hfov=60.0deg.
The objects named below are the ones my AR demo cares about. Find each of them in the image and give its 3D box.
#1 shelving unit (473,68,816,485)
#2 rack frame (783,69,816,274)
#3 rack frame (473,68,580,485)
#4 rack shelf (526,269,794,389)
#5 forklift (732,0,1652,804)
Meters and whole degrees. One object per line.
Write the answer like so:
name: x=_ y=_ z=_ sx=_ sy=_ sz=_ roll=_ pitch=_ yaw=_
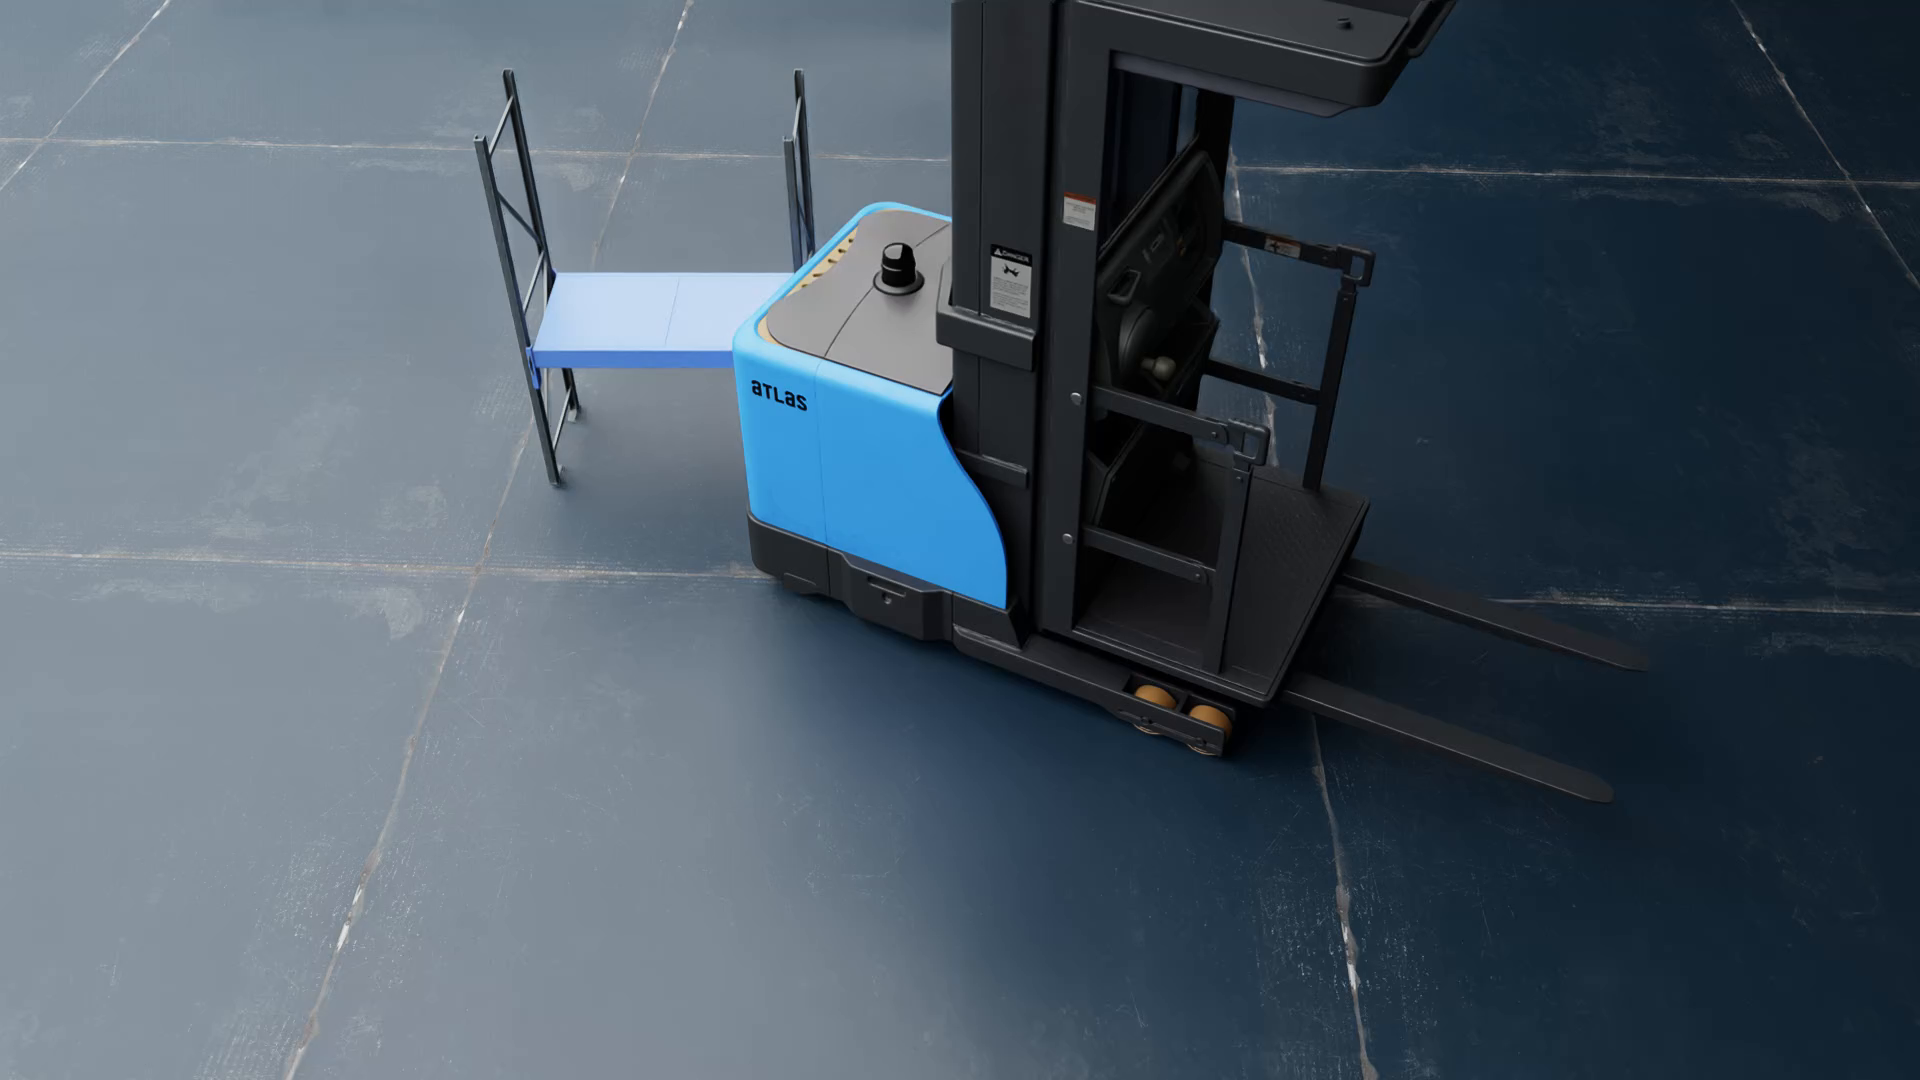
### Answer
shelving unit: x=-1.073 y=-0.931 z=6.149 sx=1.048 sy=1.500 sz=0.538 roll=0 pitch=43 yaw=0
rack frame: x=-0.565 y=-0.930 z=6.149 sx=0.032 sy=1.500 sz=0.500 roll=0 pitch=43 yaw=0
rack frame: x=-1.582 y=-0.932 z=6.150 sx=0.032 sy=1.500 sz=0.500 roll=0 pitch=43 yaw=0
rack shelf: x=-1.073 y=-0.800 z=6.272 sx=1.000 sy=0.185 sz=0.538 roll=0 pitch=43 yaw=0
forklift: x=0.789 y=-0.781 z=4.938 sx=3.031 sy=2.935 sz=1.130 roll=19 pitch=46 yaw=19
